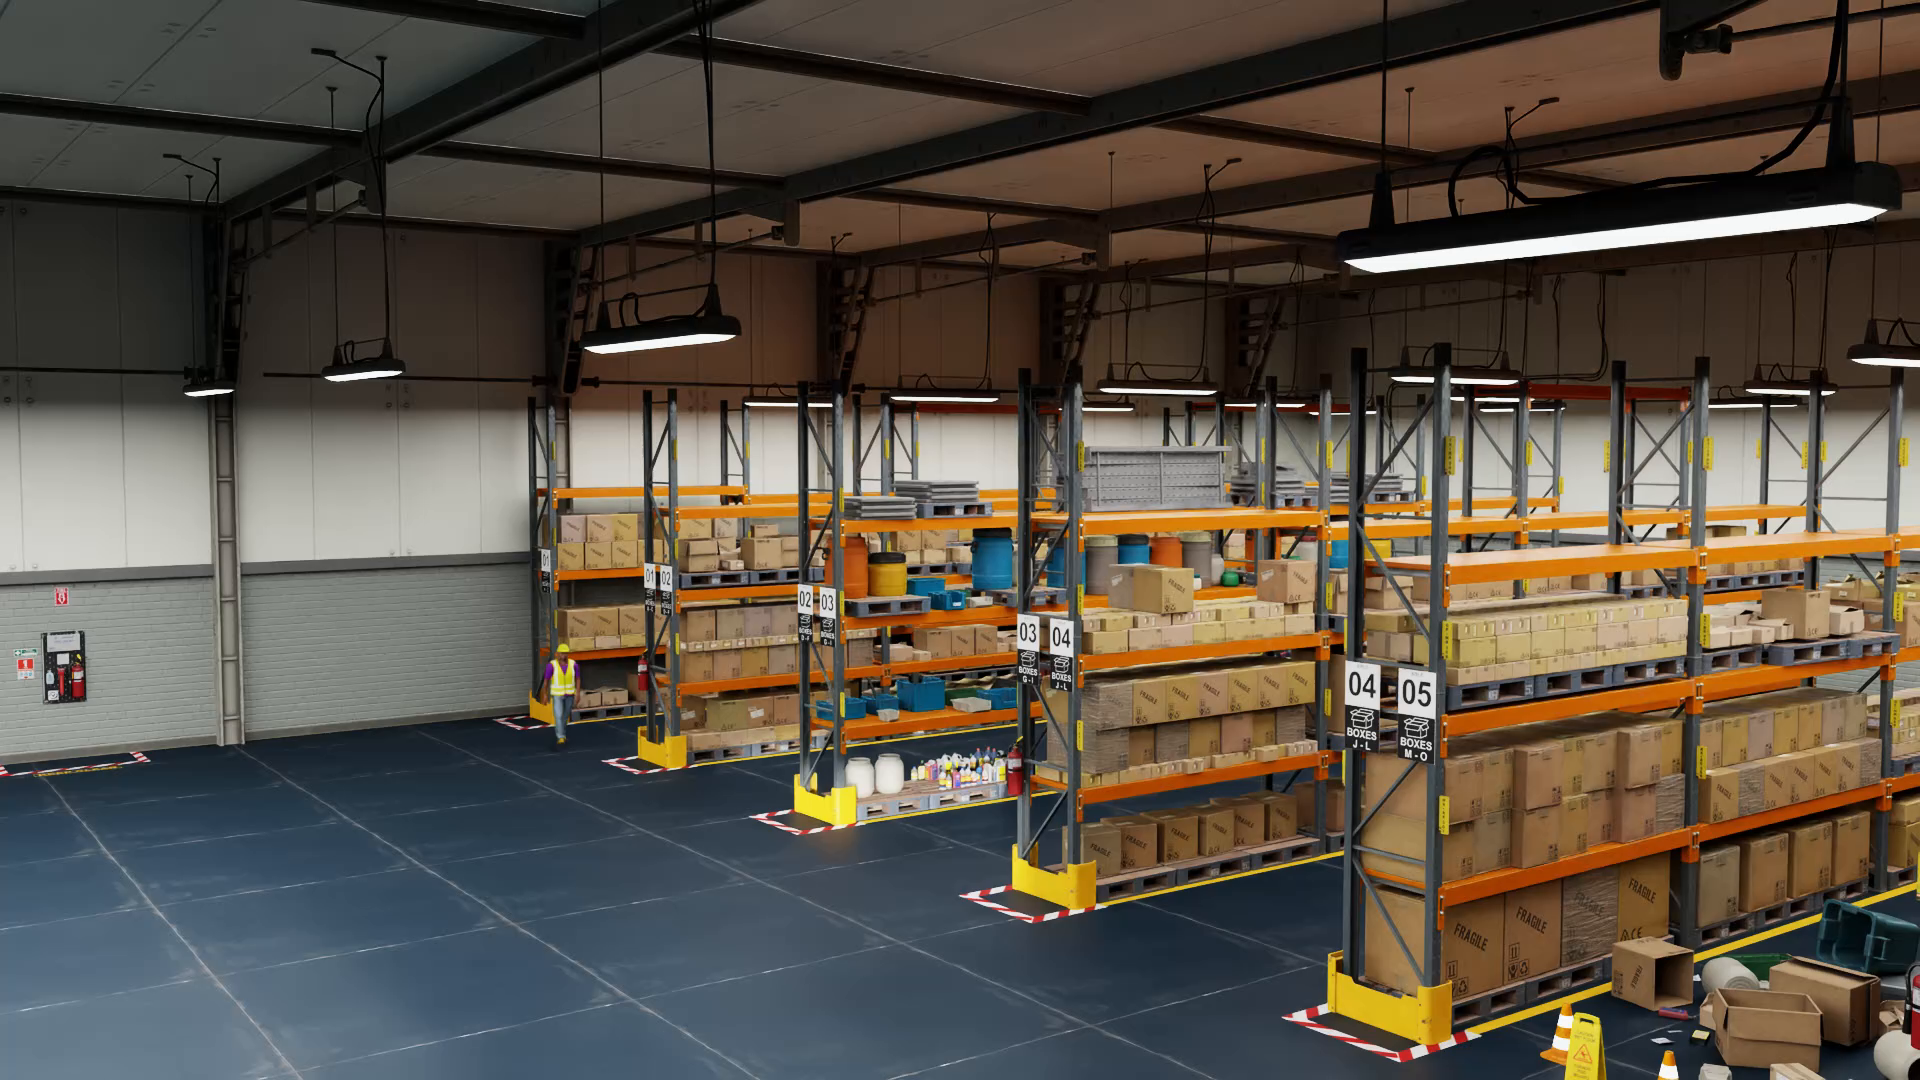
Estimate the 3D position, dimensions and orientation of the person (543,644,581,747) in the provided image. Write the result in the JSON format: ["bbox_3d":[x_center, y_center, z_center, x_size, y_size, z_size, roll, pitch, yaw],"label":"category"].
[{"bbox_3d":[-6.715,2.614,28.203,0.601,1.702,1.037,-2,4,-32],"label":"person"}]
